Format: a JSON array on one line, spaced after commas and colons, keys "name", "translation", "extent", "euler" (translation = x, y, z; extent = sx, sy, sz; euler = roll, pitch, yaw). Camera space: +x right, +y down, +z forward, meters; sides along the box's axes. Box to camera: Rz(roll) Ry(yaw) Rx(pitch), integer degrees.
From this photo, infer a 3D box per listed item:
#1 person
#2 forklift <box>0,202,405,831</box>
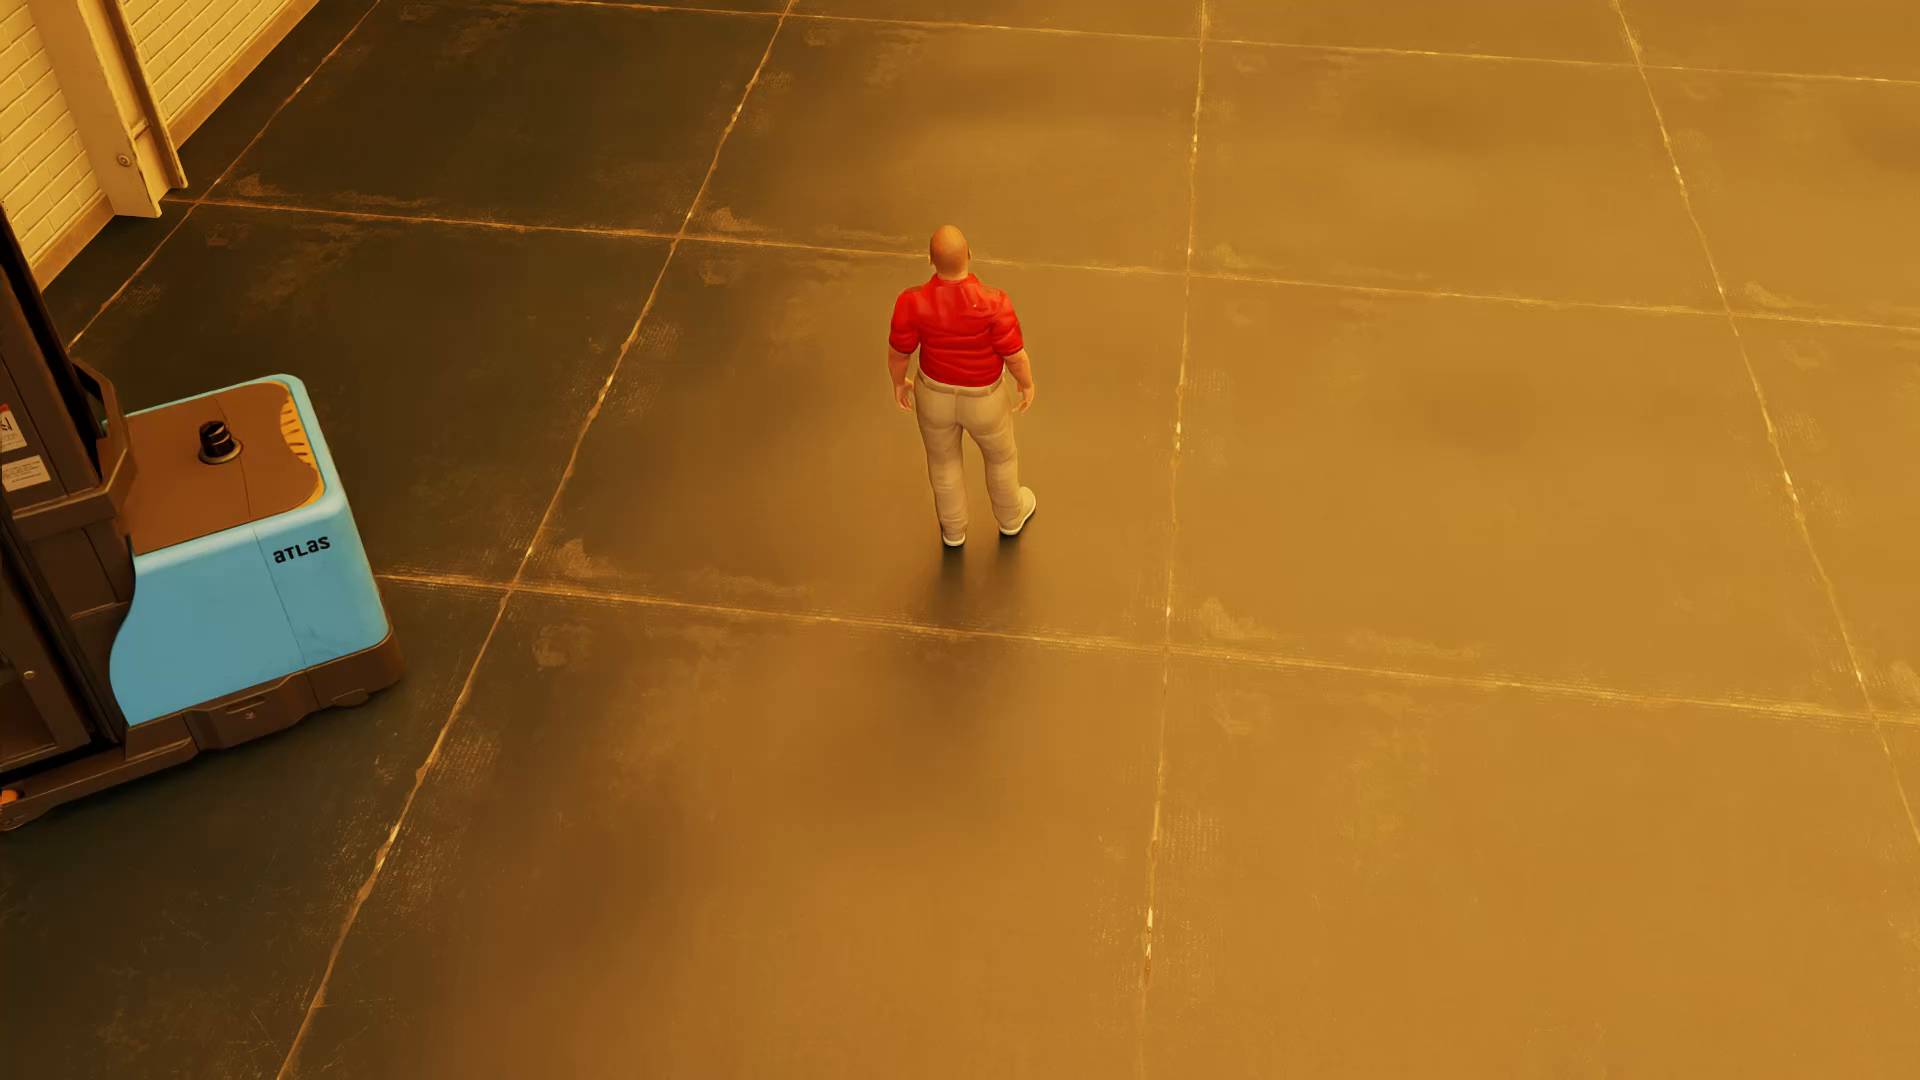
[{"name": "person", "translation": [0.024, -0.701, 7.366], "extent": [0.640, 1.727, 0.551], "euler": [5, 43, 6]}, {"name": "forklift", "translation": [-3.943, -0.272, 6.021], "extent": [3.031, 2.935, 1.130], "euler": [-19, 46, -20]}]
